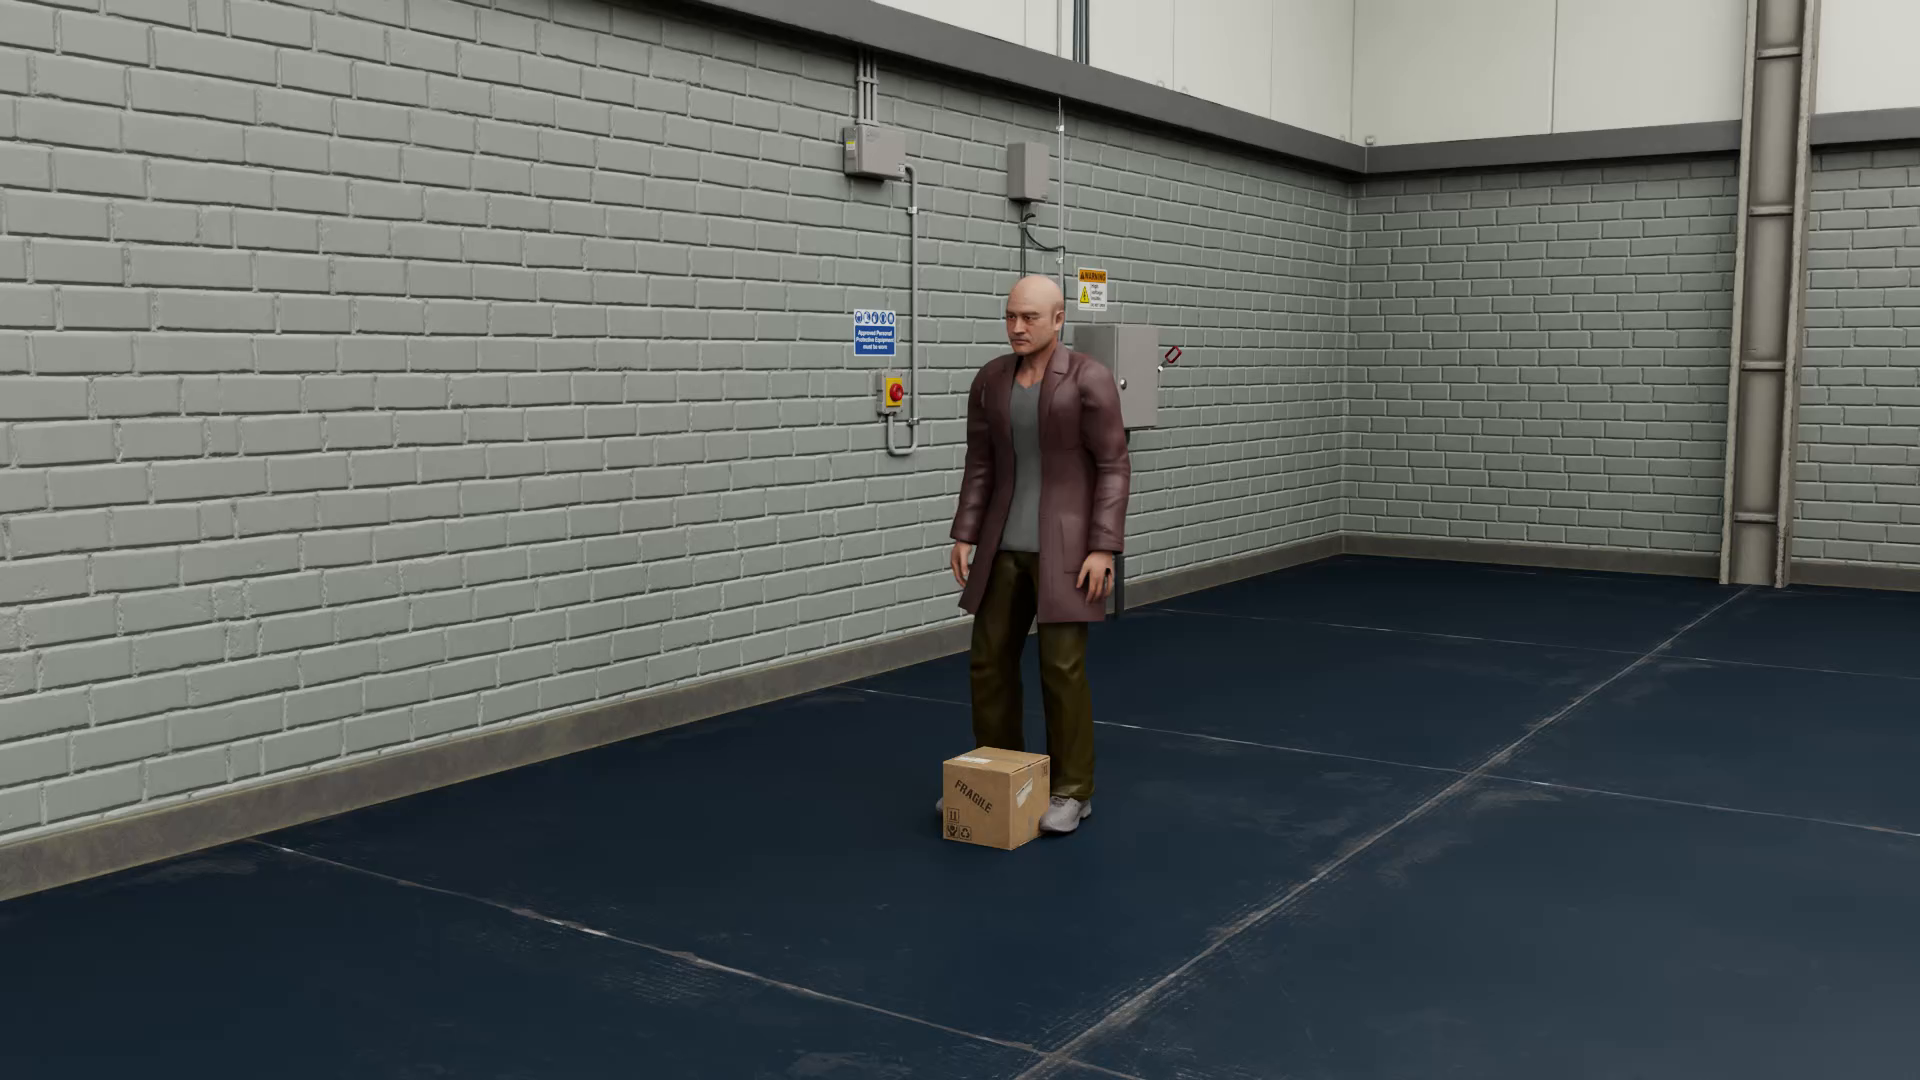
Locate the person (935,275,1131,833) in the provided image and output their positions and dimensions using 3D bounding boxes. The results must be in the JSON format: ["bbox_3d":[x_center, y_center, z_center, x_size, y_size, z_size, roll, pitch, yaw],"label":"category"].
[{"bbox_3d":[0.248,0.037,5.413,0.642,1.774,0.422,4,7,34],"label":"person"}]
